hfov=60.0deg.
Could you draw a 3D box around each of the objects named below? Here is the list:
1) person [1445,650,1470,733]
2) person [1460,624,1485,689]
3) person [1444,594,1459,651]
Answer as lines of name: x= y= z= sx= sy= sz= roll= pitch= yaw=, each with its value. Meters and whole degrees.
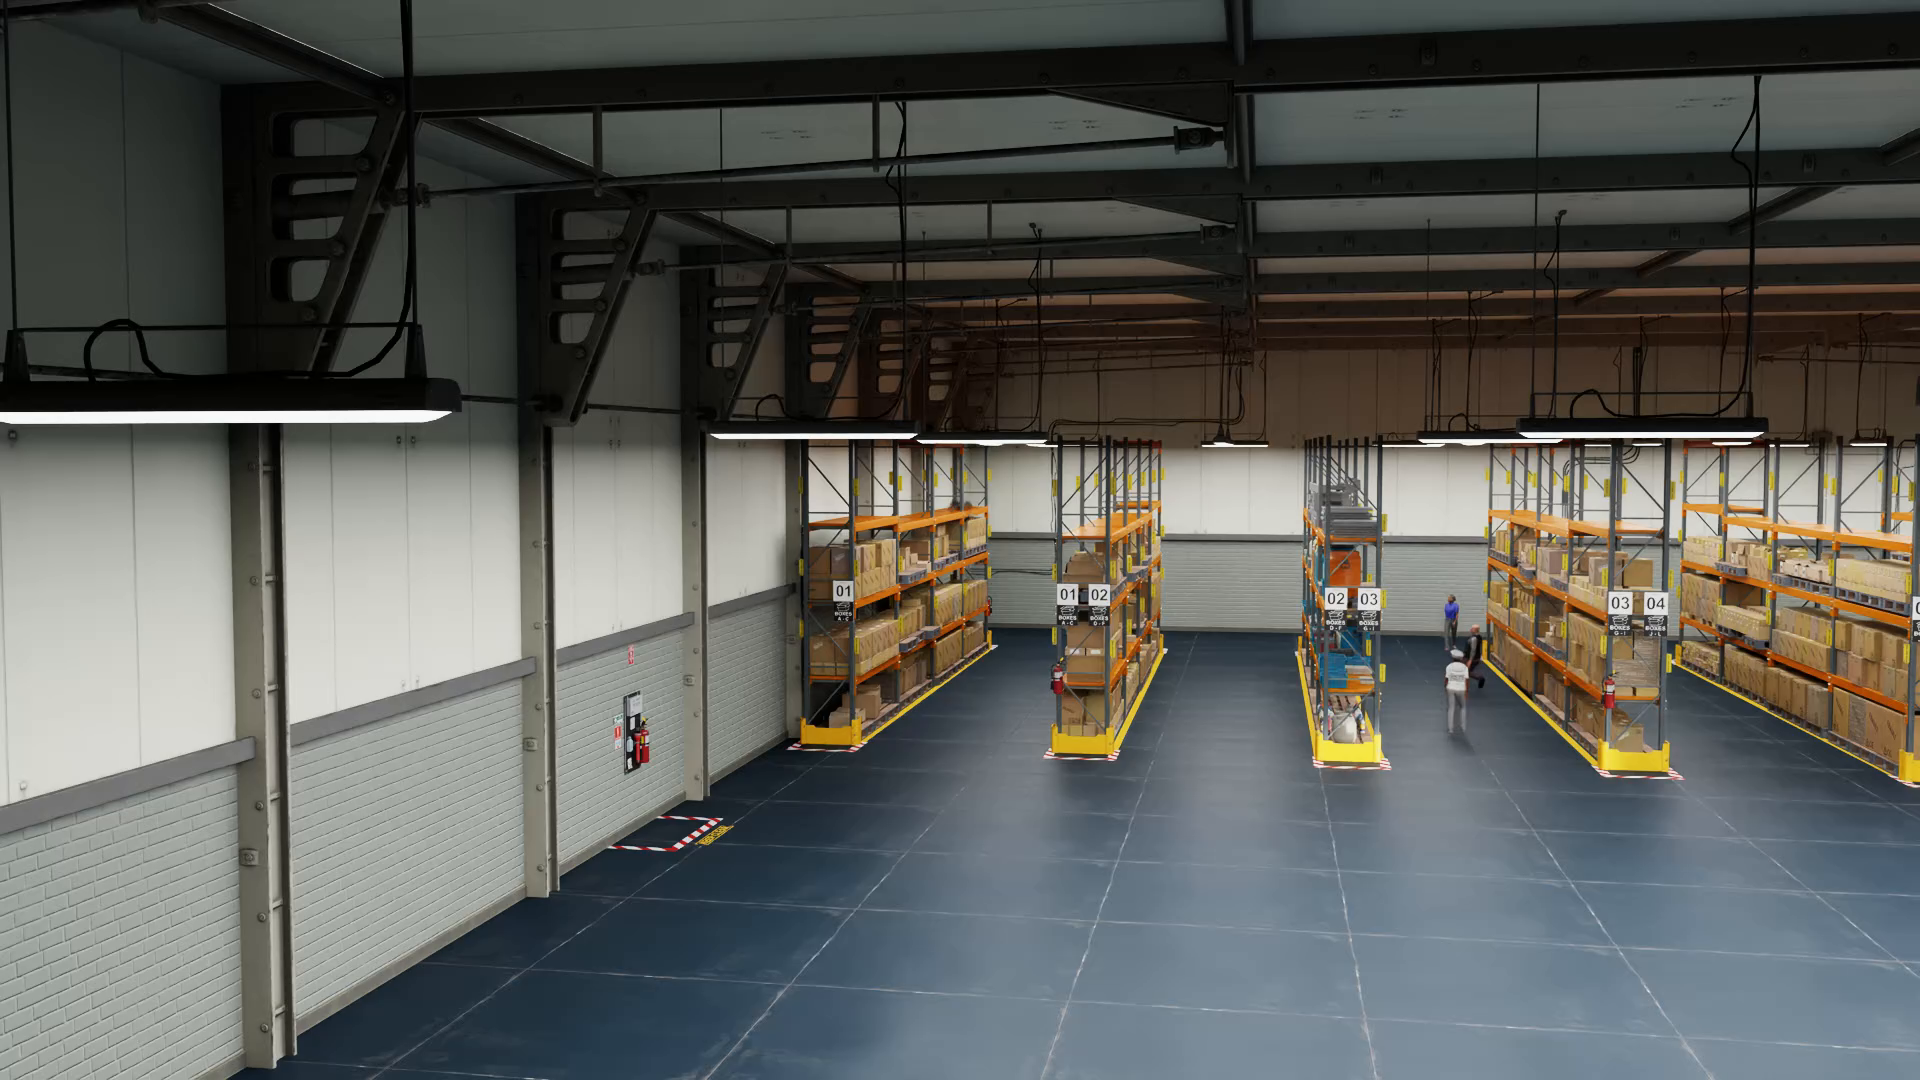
person: x=10.064 y=3.080 z=33.655 sx=0.507 sy=1.732 sz=0.700 roll=2 pitch=4 yaw=31
person: x=12.083 y=2.789 z=39.571 sx=0.822 sy=1.606 sz=0.532 roll=3 pitch=4 yaw=42
person: x=13.975 y=2.350 z=47.309 sx=0.402 sy=1.605 sz=0.980 roll=1 pitch=3 yaw=16
